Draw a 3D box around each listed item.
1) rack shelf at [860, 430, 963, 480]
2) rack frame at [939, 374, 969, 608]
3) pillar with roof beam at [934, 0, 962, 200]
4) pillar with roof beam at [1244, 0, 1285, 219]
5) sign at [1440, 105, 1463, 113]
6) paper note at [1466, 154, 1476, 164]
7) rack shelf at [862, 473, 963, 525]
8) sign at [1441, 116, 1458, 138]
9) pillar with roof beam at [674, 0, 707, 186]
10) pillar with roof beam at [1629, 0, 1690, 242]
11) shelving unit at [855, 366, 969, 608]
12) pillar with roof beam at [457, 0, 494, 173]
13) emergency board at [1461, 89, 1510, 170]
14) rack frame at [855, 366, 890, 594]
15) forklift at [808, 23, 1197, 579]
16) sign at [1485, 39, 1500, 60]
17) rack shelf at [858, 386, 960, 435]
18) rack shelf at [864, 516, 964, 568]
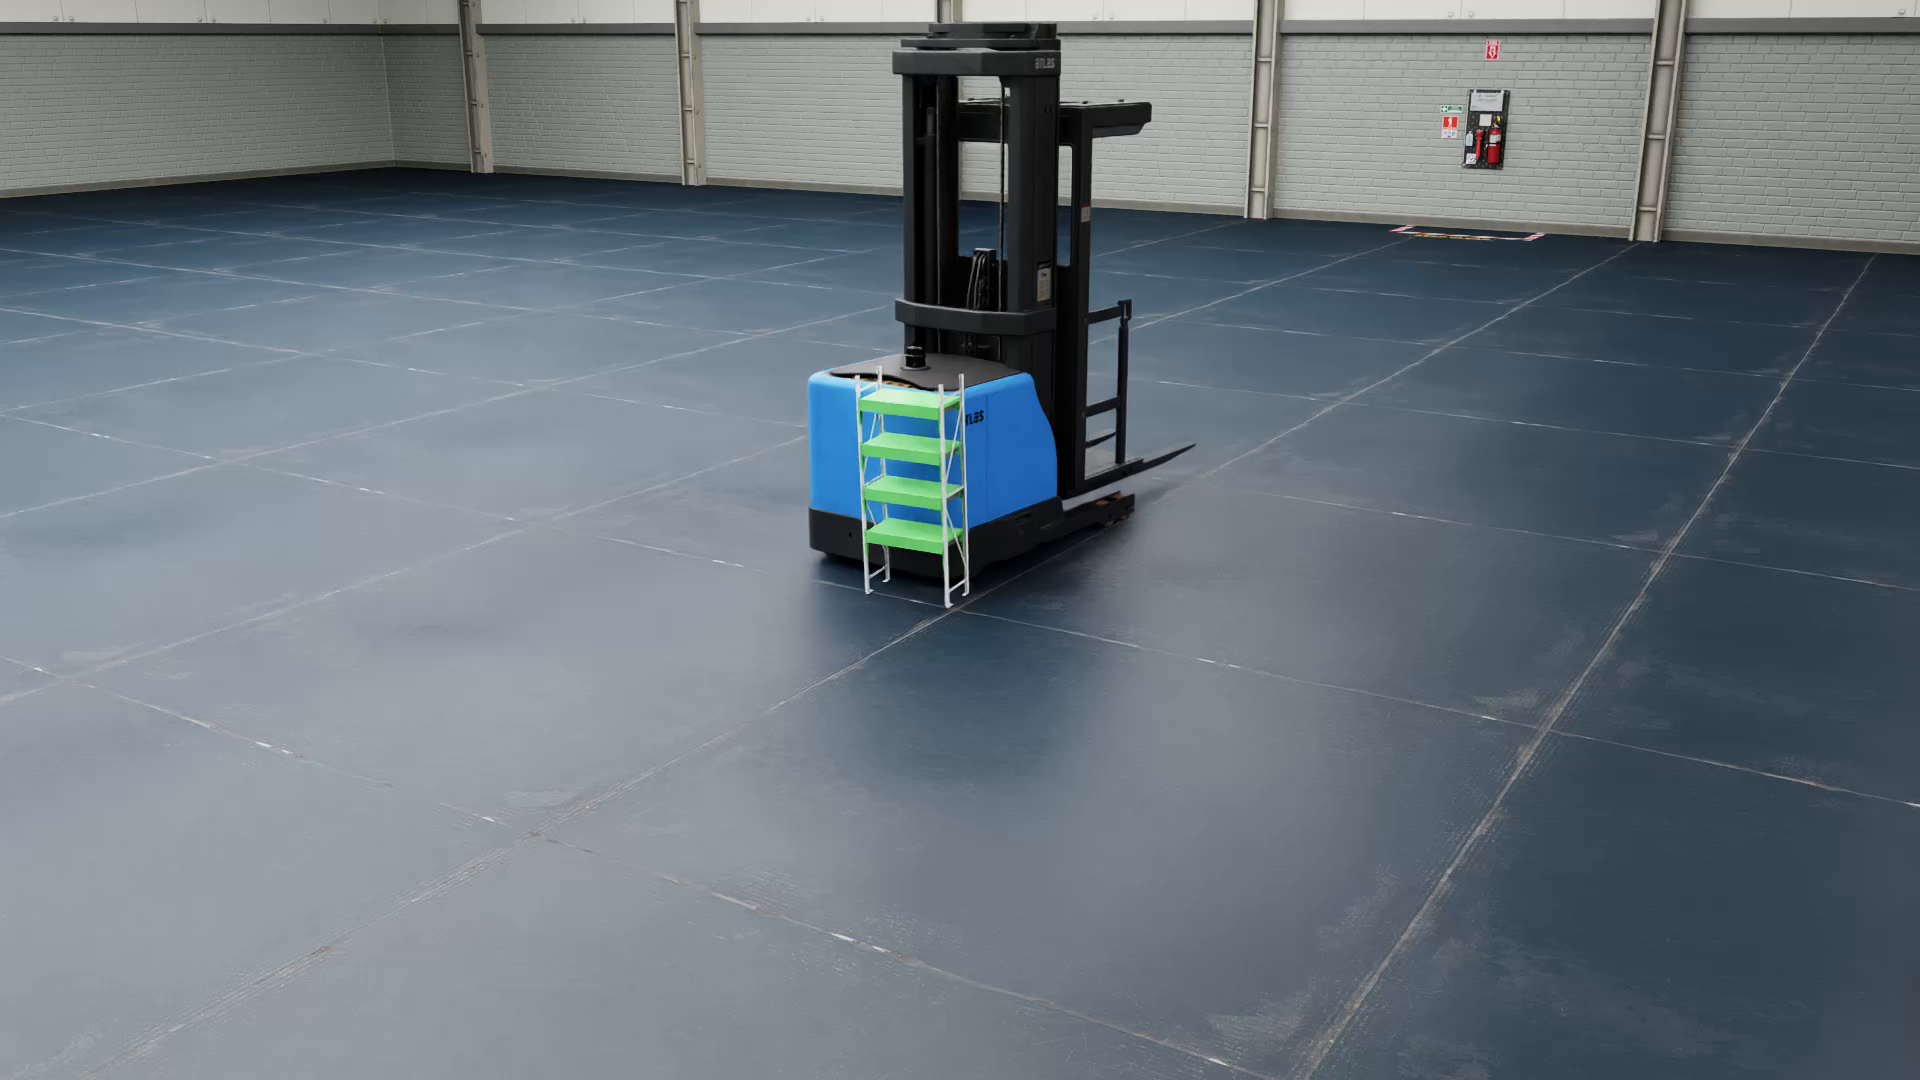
[{"bbox_3d":[-0.249,-0.444,8.652,0.480,0.148,0.258,9,22,27],"label":"rack shelf"},{"bbox_3d":[-0.029,-0.245,8.601,0.015,1.200,0.240,9,22,27],"label":"rack frame"},{"bbox_3d":[-2.458,-9.453,25.519,0.400,9.000,9.100,10,20,30],"label":"pillar with roof beam"},{"bbox_3d":[2.654,-8.540,22.514,0.400,9.000,9.100,10,20,30],"label":"pillar with roof beam"},{"bbox_3d":[7.516,-6.586,25.429,0.331,0.109,0.001,10,20,30],"label":"sign"},{"bbox_3d":[7.820,-5.831,25.433,0.142,0.148,0.016,10,20,30],"label":"paper note"},{"bbox_3d":[-0.243,-0.218,8.732,0.480,0.148,0.258,9,22,27],"label":"rack shelf"},{"bbox_3d":[7.517,-6.336,25.516,0.234,0.329,0.001,10,20,30],"label":"sign"},{"bbox_3d":[-7.571,-10.366,28.523,0.400,9.000,9.100,10,20,30],"label":"pillar with roof beam"},{"bbox_3d":[7.767,-7.628,19.510,0.400,9.000,9.100,10,20,30],"label":"pillar with roof beam"},{"bbox_3d":[-0.245,-0.279,8.711,0.503,1.200,0.258,9,22,27],"label":"shelving unit"},{"bbox_3d":[-12.684,-11.278,31.528,0.400,9.000,9.100,10,20,30],"label":"pillar with roof beam"},{"bbox_3d":[7.934,-6.209,25.160,0.643,1.169,0.194,10,20,30],"label":"emergency board"},{"bbox_3d":[-0.460,-0.312,8.821,0.015,1.200,0.240,9,22,27],"label":"rack frame"},{"bbox_3d":[0.428,-1.555,9.958,1.130,2.935,3.031,12,21,35],"label":"forklift"},{"bbox_3d":[7.980,-7.344,24.909,0.199,0.298,0.001,10,20,30],"label":"sign"},{"bbox_3d":[-0.255,-0.671,8.572,0.480,0.148,0.258,9,22,27],"label":"rack shelf"},{"bbox_3d":[-0.237,0.008,8.813,0.480,0.148,0.258,9,22,27],"label":"rack shelf"}]
